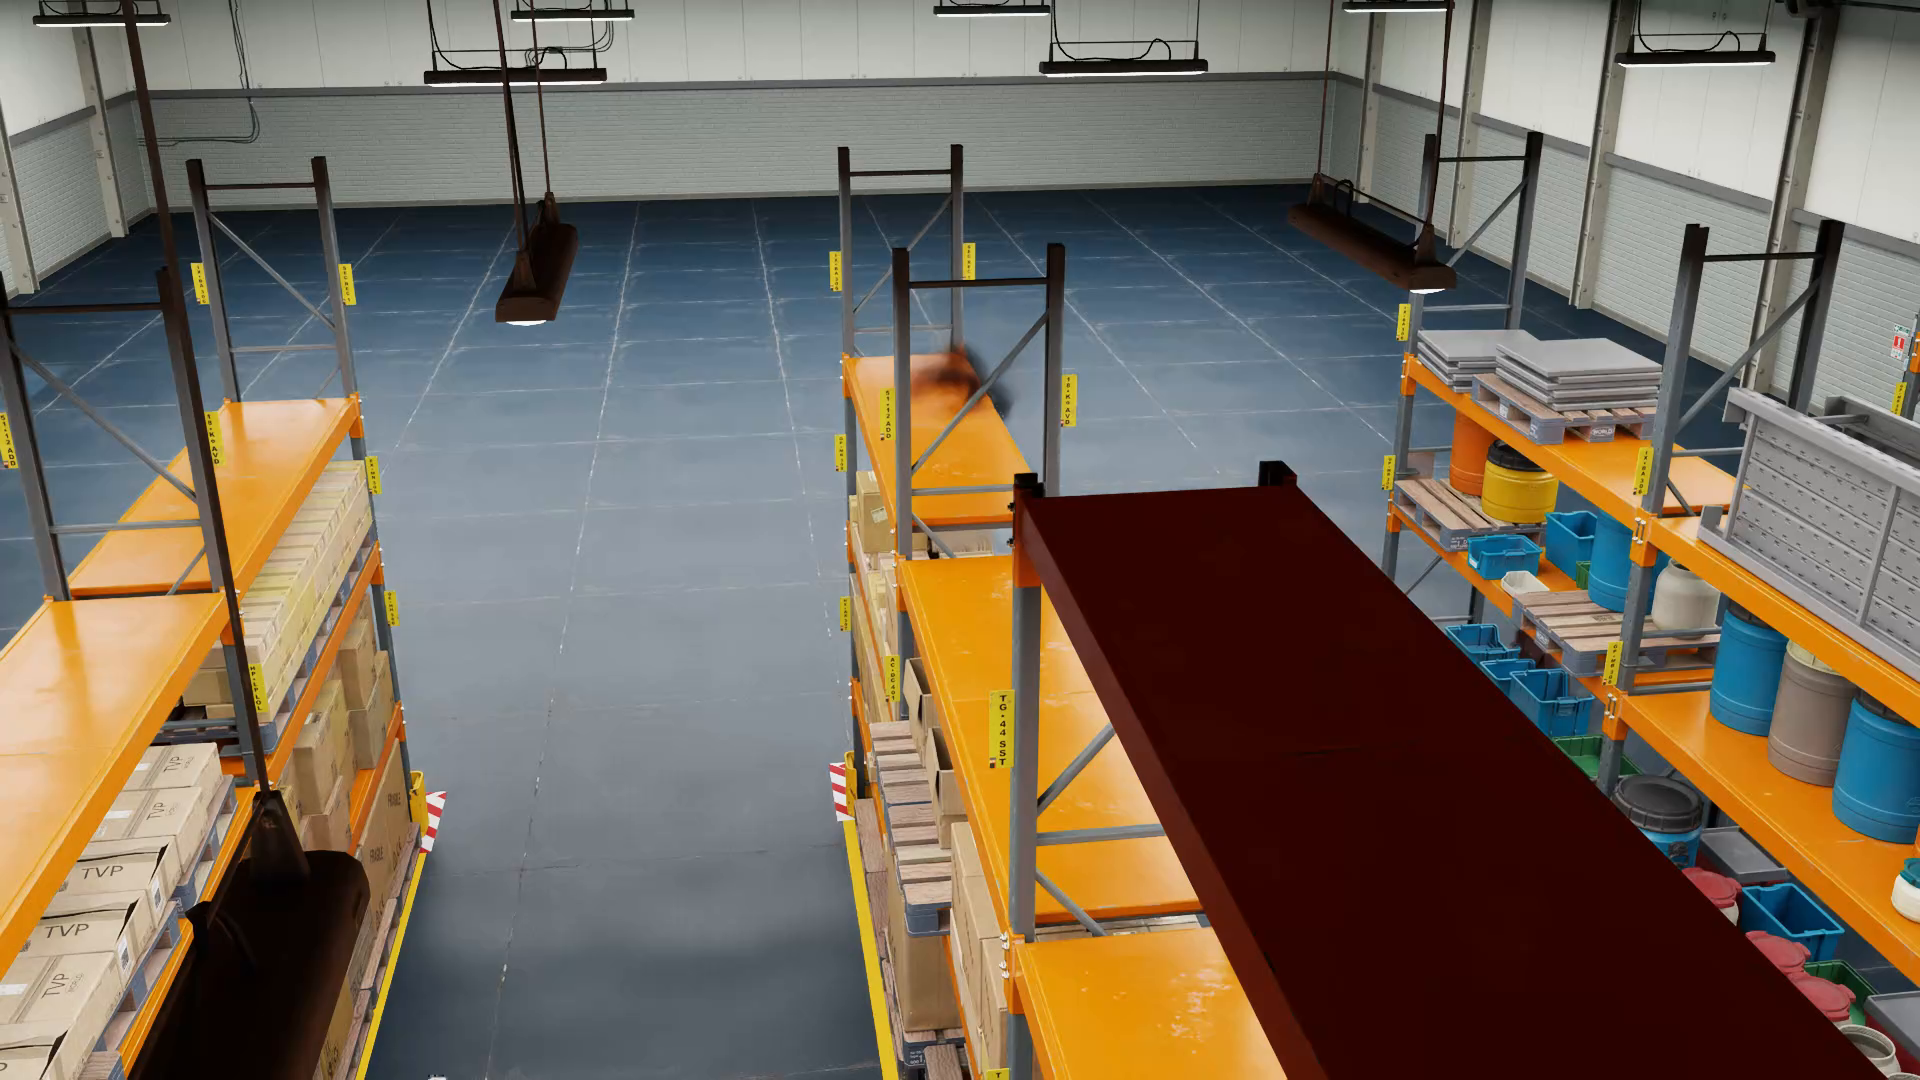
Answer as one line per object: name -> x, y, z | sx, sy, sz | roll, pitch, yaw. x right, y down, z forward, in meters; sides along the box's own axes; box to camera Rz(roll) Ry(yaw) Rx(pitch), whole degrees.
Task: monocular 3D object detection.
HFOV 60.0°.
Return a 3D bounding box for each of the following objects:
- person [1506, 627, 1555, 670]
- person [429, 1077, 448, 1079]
person -> 5.675, 1.103, 16.443 | 0.736, 1.802, 0.993 | -7, 23, -17
person -> -2.909, 3.856, 9.492 | 0.663, 1.778, 0.802 | -3, 22, -7
